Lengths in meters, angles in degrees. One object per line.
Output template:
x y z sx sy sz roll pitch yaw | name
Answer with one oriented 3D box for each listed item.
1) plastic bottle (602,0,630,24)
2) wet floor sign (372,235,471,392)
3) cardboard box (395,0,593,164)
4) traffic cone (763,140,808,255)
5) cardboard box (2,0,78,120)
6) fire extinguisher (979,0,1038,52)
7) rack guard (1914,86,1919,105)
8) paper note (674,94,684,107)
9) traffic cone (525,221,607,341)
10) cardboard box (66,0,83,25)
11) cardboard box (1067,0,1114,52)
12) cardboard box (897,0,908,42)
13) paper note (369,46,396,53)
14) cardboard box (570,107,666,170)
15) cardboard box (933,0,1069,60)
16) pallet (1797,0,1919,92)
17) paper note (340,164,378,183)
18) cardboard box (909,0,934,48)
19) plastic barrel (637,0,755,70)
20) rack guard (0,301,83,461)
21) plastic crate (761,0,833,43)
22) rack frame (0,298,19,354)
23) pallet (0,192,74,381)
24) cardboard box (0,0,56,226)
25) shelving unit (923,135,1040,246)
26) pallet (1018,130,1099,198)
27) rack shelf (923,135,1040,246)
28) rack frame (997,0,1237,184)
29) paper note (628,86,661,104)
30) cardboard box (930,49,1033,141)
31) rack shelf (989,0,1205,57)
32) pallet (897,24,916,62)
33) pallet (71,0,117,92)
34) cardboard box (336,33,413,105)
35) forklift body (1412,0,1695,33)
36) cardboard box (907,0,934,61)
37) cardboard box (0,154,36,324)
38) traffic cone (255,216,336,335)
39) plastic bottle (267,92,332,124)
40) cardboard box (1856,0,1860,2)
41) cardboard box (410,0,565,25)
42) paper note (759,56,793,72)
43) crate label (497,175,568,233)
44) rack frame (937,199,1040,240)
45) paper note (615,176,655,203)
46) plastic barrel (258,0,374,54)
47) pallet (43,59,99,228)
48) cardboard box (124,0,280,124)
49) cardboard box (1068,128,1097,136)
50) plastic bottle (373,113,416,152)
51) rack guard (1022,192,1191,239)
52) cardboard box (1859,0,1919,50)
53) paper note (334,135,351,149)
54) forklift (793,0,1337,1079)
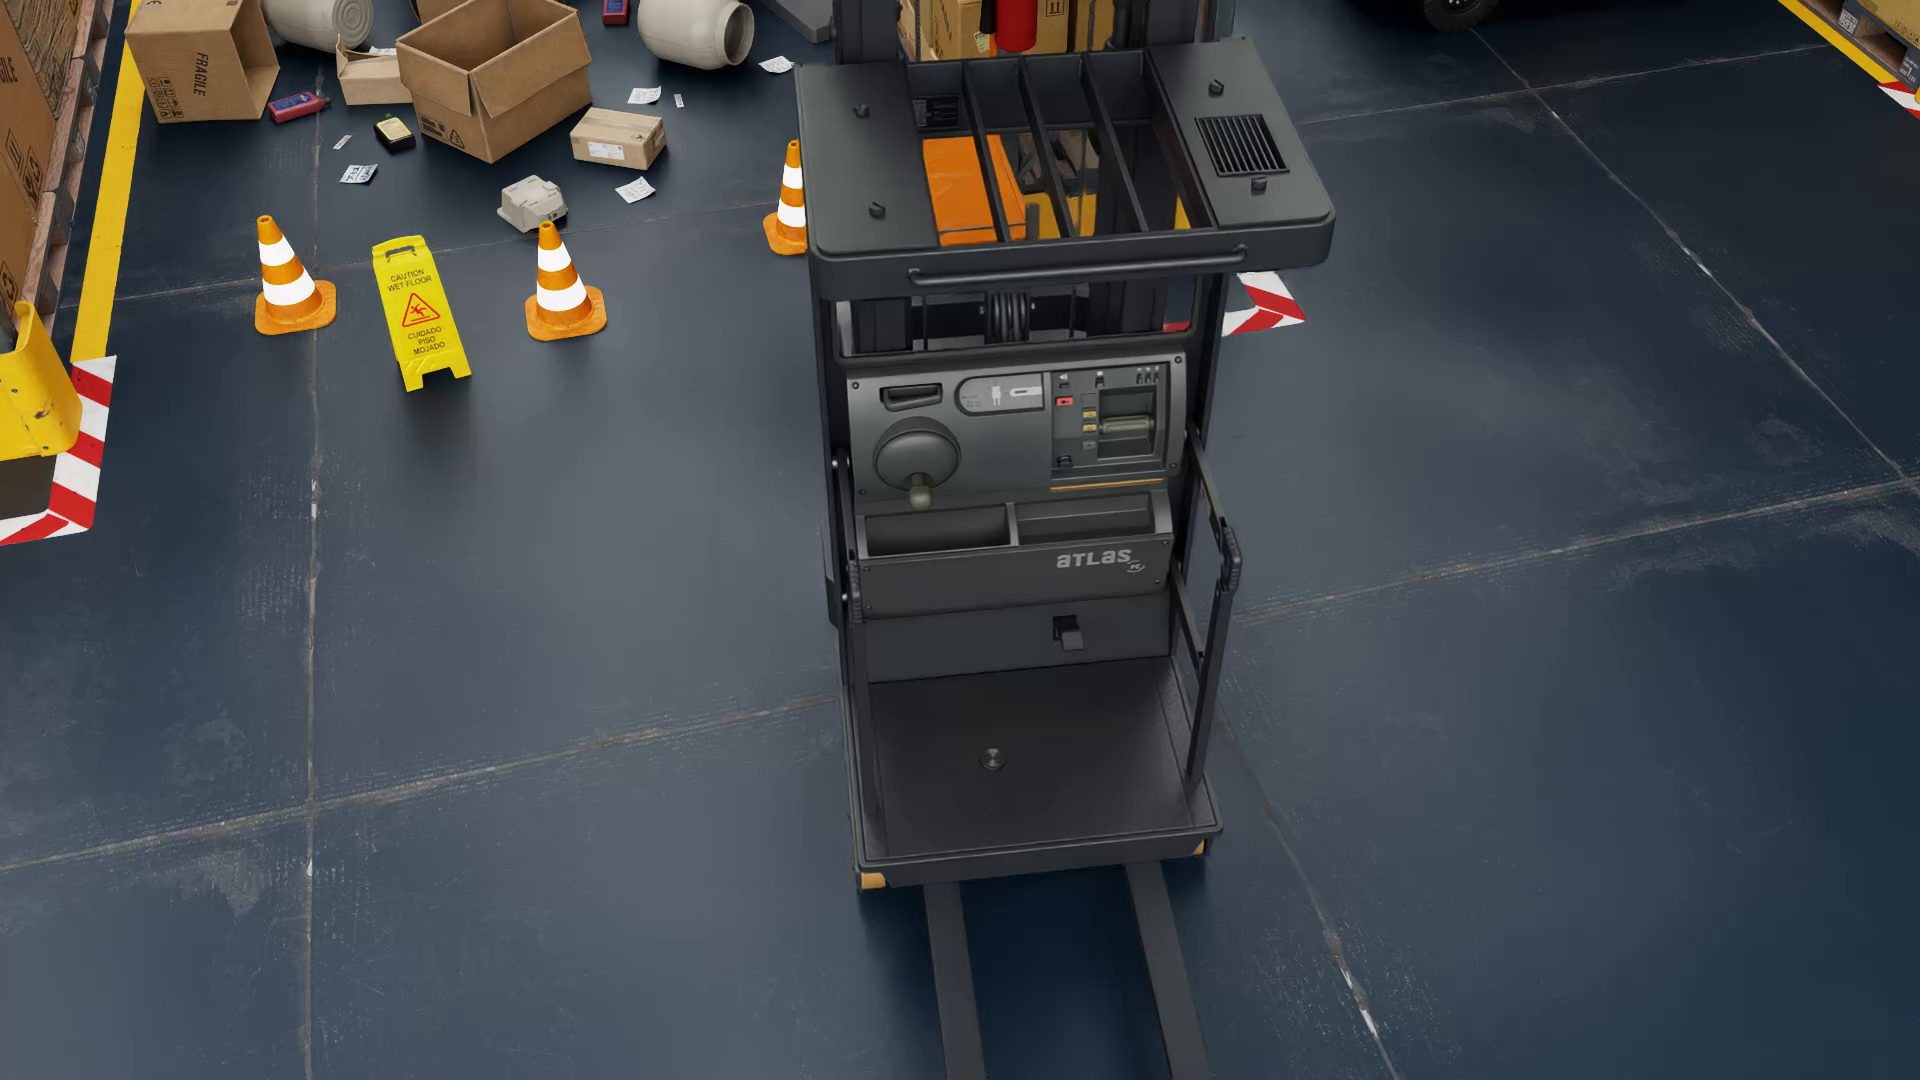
-1.872 -2.905 9.054 0.133 0.061 0.283 -3 46 -3 | plastic bottle
-2.203 -0.949 6.729 0.267 0.644 0.232 -18 48 -17 | wet floor sign
-2.262 -2.282 8.134 0.637 0.503 0.797 27 51 24 | cardboard box
-0.722 -1.579 7.474 0.336 0.463 0.334 -11 47 -10 | traffic cone
-4.820 -2.528 7.820 0.875 0.875 0.875 -10 46 -10 | cardboard box
0.219 -2.216 6.375 0.296 0.674 0.183 -11 47 -10 | fire extinguisher
5.438 -2.425 8.276 1.175 0.500 0.348 -11 47 -10 | rack guard
-1.424 -2.226 8.425 0.032 0.001 0.123 -11 47 -10 | paper note
-1.708 -1.141 7.045 0.336 0.463 0.334 -11 47 -10 | traffic cone
-5.055 -3.149 8.430 0.875 0.875 0.875 -10 46 -10 | cardboard box
0.689 -2.477 7.683 0.500 0.500 0.500 -12 47 -12 | cardboard box
-0.096 -2.819 8.544 0.500 0.250 0.500 -12 47 -12 | cardboard box
-3.032 -2.548 8.731 0.172 0.023 0.155 4 46 4 | paper note
-1.653 -1.943 8.050 0.380 0.149 0.250 11 47 11 | cardboard box
0.178 -2.359 7.567 0.500 0.500 0.500 -10 46 -10 | cardboard box
5.196 -2.861 8.906 1.003 0.211 1.213 -11 47 -10 | pallet
-2.874 -1.756 7.950 0.144 0.017 0.142 4 46 4 | paper note
0.041 -2.718 7.920 0.500 0.500 0.500 -9 46 -9 | cardboard box
-1.357 -2.654 8.554 0.512 0.421 0.421 19 48 17 | plastic barrel
-4.118 -0.540 6.429 1.175 0.500 0.348 -11 47 -10 | rack guard
-0.780 -2.912 9.048 0.402 0.080 0.583 -26 51 -24 | plastic crate
-4.124 -1.431 5.552 1.000 3.000 0.127 -11 47 -10 | rack frame
-4.405 -0.993 7.075 1.003 0.211 1.213 -11 47 -10 | pallet
-4.589 -1.898 7.203 0.875 0.875 0.875 -11 47 -11 | cardboard box
-0.048 -1.042 6.432 0.538 1.125 1.048 -7 42 -6 | shelving unit
0.442 -2.050 8.111 1.003 0.211 1.213 -11 47 -10 | pallet
-0.053 -1.262 6.239 0.538 0.278 1.000 -7 42 -6 | rack shelf
0.635 -2.406 6.508 1.000 3.000 0.127 -11 47 -10 | rack frame
-1.604 -2.265 8.457 0.148 0.019 0.142 4 46 4 | paper note
0.162 -2.116 7.855 0.500 0.250 0.500 -11 47 -11 | cardboard box
0.123 -3.535 8.118 1.077 0.370 4.000 -11 47 -10 | rack shelf
0.133 -2.891 8.935 1.003 0.211 1.213 -11 47 -10 | pallet
-5.029 -2.678 8.726 1.003 0.211 1.213 -11 47 -10 | pallet
-2.928 -2.386 8.402 0.396 0.266 0.258 -3 46 -3 | cardboard box
3.183 -3.995 8.659 2.313 2.155 1.214 -11 47 -10 | forklift body
0.043 -2.459 8.190 0.500 0.250 0.500 -11 47 -10 | cardboard box
-4.362 -1.291 6.608 0.875 0.875 0.875 -10 47 -10 | cardboard box
-2.887 -1.170 7.072 0.336 0.463 0.334 -11 47 -10 | traffic cone
-3.312 -2.182 8.345 0.283 0.061 0.133 -26 51 -24 | plastic bottle
4.888 -3.113 8.831 0.500 0.250 0.500 -11 47 -10 | cardboard box
-2.509 -2.974 8.717 0.797 0.637 0.503 -11 47 -10 | cardboard box
-0.951 -2.478 8.658 0.142 0.019 0.148 -26 51 -24 | paper note
-1.969 -1.559 7.682 0.250 0.136 0.298 -35 55 -30 | crate label
0.034 -0.712 6.054 0.500 1.125 0.032 -7 42 -6 | rack frame
-1.531 -1.656 7.851 0.148 0.019 0.142 -26 51 -24 | paper note
-3.375 -2.788 8.686 0.512 0.421 0.421 19 48 17 | plastic barrel
-4.713 -1.834 7.899 1.003 0.211 1.213 -11 47 -10 | pallet
-3.759 -2.435 8.284 0.500 0.500 0.500 -3 46 -3 | cardboard box
0.696 -2.198 7.935 0.500 0.250 0.500 -11 47 -11 | cardboard box
-2.794 -2.009 8.176 0.133 0.061 0.283 -26 51 -24 | plastic bottle
0.615 -1.584 7.452 1.175 0.500 0.348 -11 47 -10 | rack guard
5.007 -2.767 8.493 0.500 0.250 0.500 -10 46 -10 | cardboard box
-3.030 -1.952 8.156 0.032 0.001 0.123 11 47 11 | paper note
0.188 -0.211 4.405 1.130 2.935 3.031 -5 46 -5 | forklift
